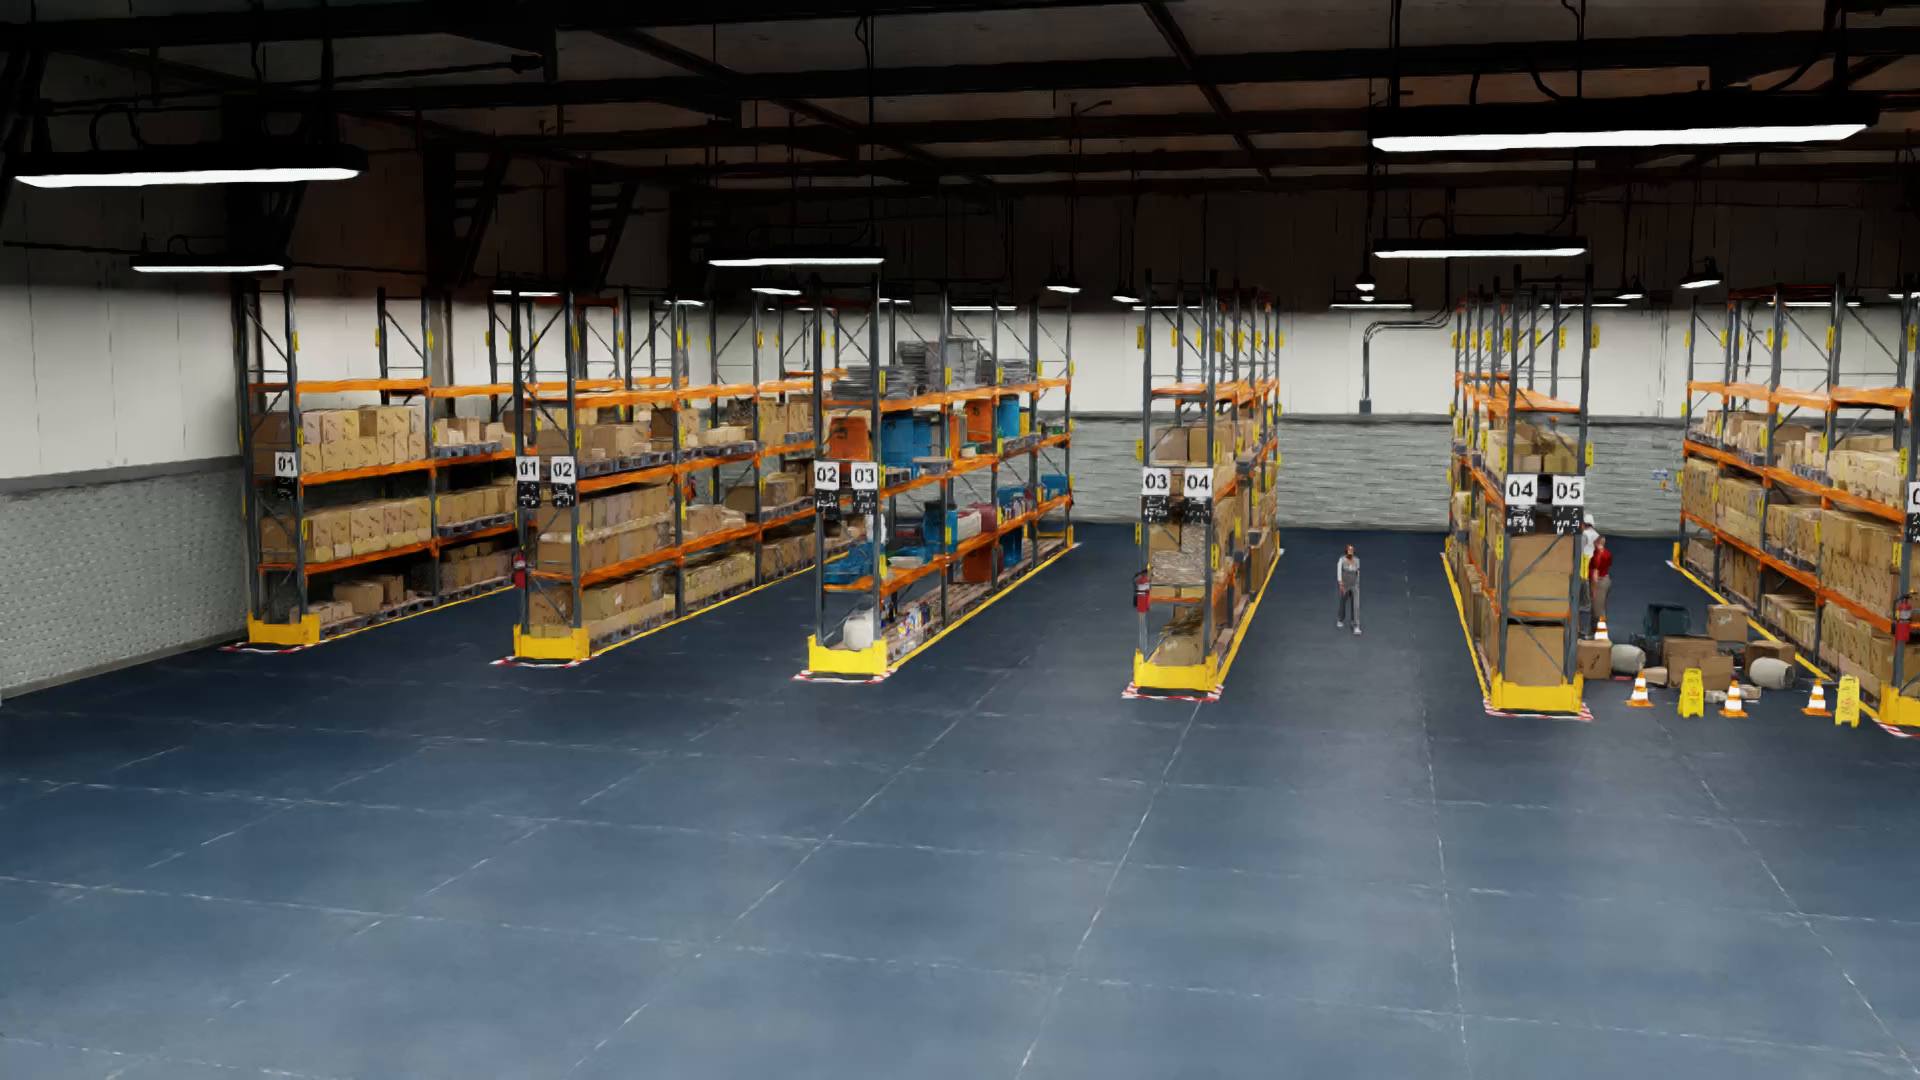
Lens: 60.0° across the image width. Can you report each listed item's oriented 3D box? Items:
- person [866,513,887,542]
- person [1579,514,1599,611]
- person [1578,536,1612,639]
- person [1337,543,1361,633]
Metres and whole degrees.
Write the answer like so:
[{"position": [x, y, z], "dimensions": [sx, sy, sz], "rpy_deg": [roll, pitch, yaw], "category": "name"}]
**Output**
[{"position": [-1.792, -0.052, 35.389], "dimensions": [0.500, 1.625, 0.988], "rpy_deg": [2, 7, 13], "category": "person"}, {"position": [11.634, 0.401, 30.959], "dimensions": [0.626, 1.768, 0.575], "rpy_deg": [-6, 9, -43], "category": "person"}, {"position": [10.708, 0.781, 28.043], "dimensions": [0.541, 1.732, 0.634], "rpy_deg": [6, 9, 40], "category": "person"}, {"position": [6.672, 0.807, 28.581], "dimensions": [0.411, 1.533, 0.957], "rpy_deg": [1, 7, 6], "category": "person"}]
